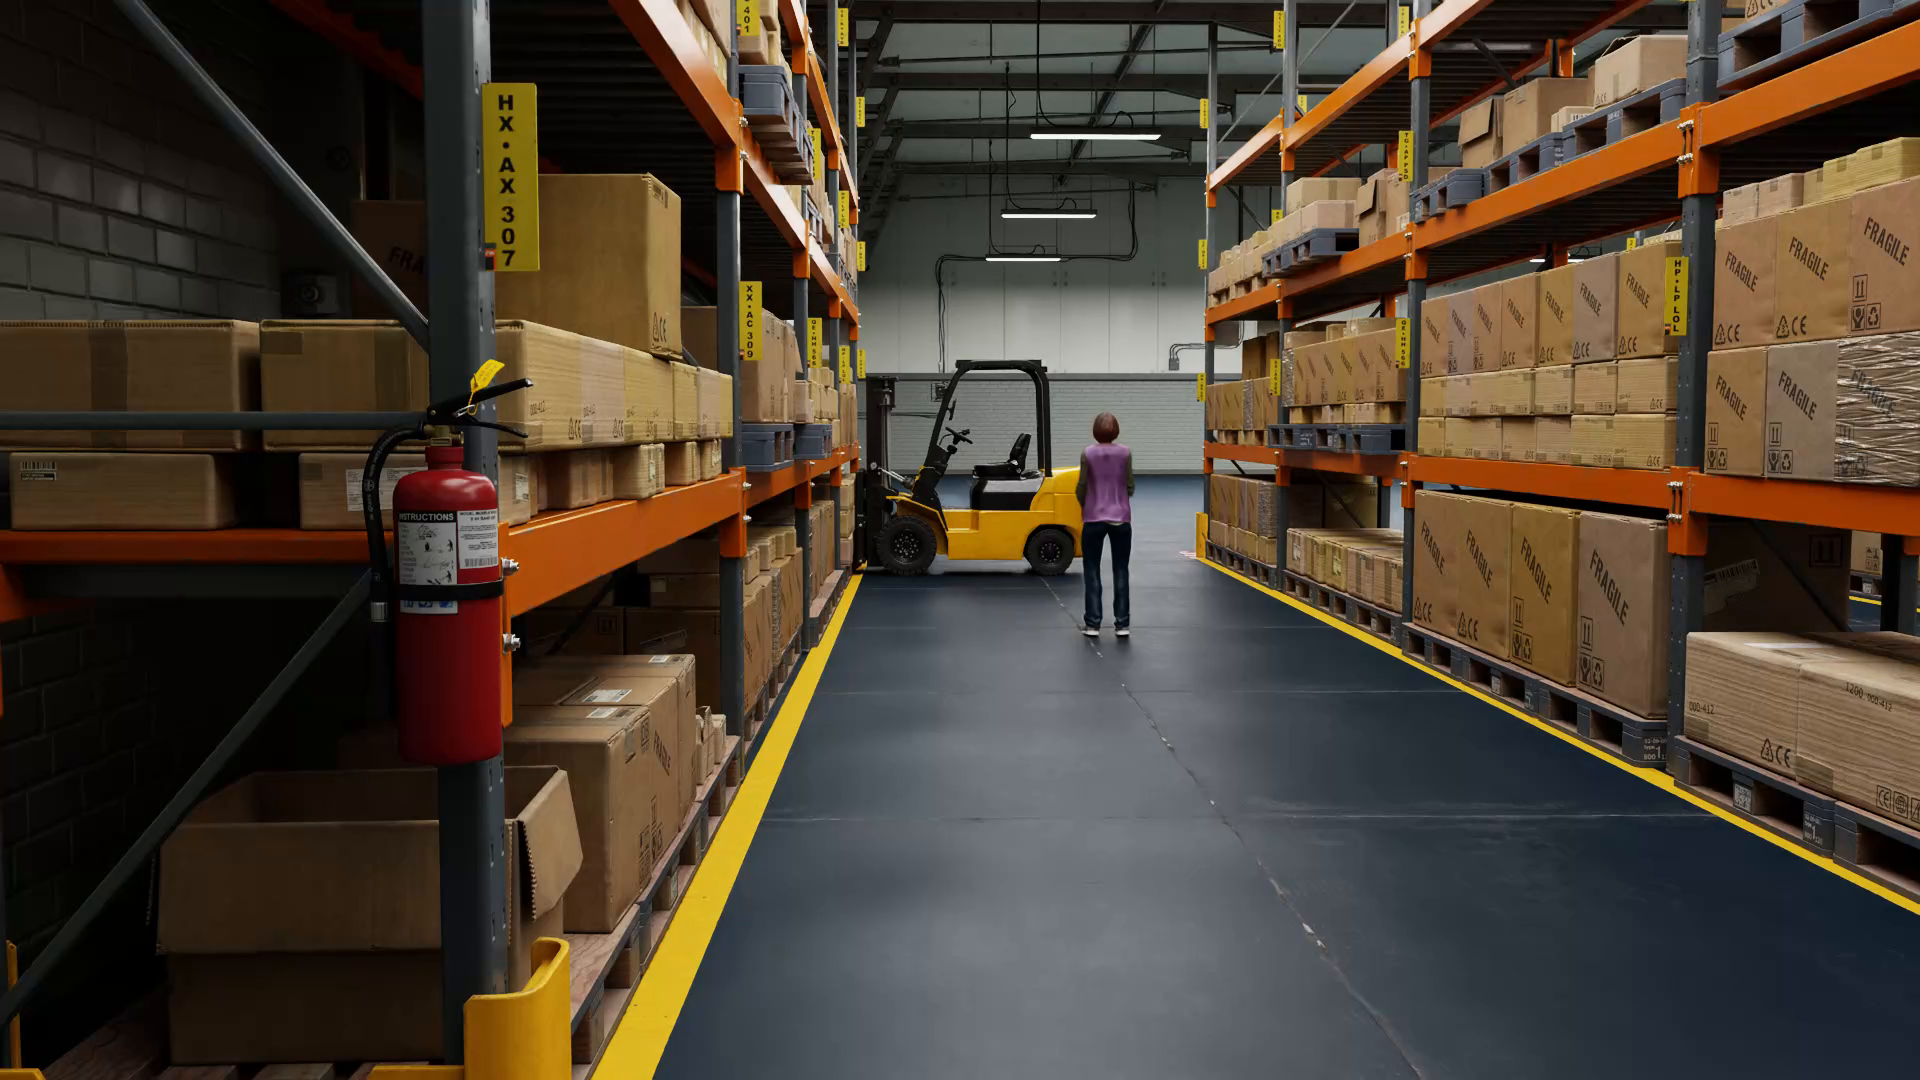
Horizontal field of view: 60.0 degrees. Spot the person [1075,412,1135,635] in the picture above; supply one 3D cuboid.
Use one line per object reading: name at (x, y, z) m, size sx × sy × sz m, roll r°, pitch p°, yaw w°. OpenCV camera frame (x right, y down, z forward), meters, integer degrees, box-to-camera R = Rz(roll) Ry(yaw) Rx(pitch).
person at (1.038, -0.106, 11.925) m, size 0.425 × 1.570 × 0.489 m, roll 0°, pitch 4°, yaw -2°
